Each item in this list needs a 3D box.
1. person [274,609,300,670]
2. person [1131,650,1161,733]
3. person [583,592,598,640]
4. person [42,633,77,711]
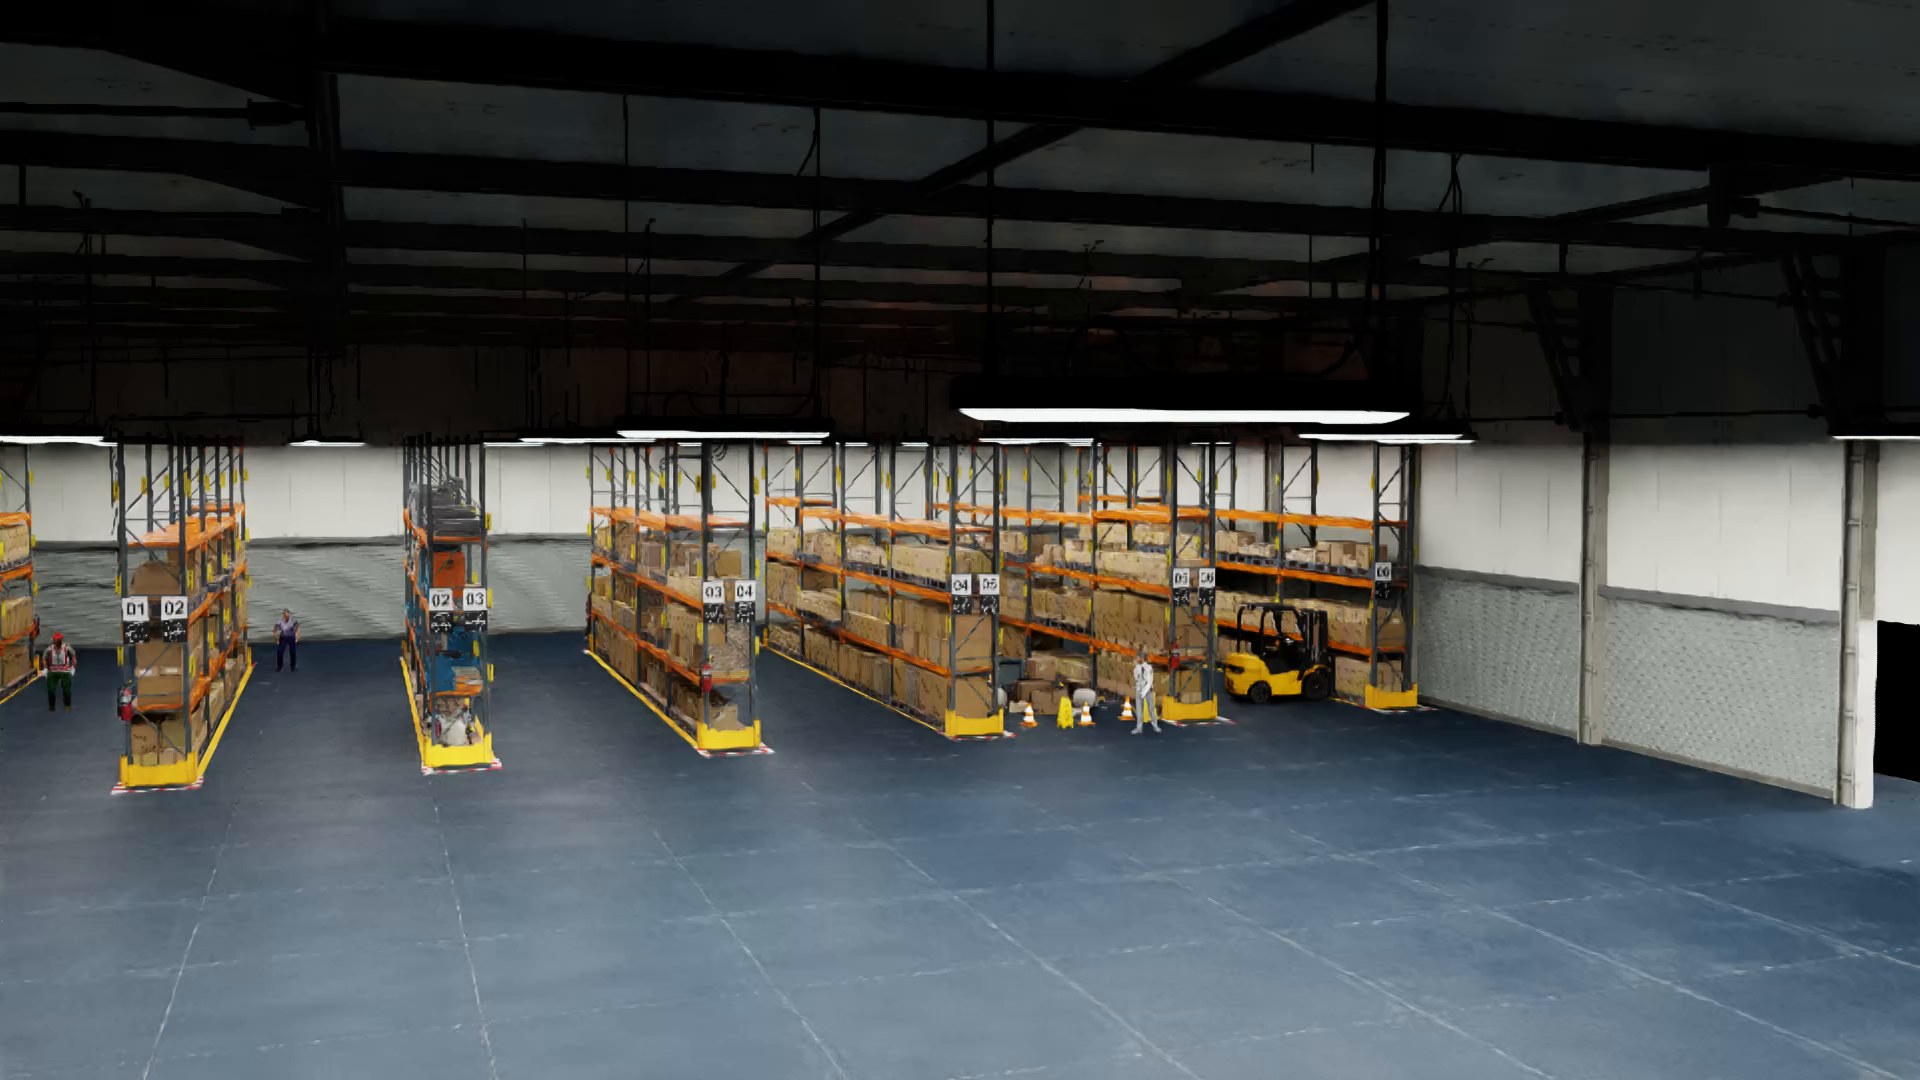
[{"bbox_3d":[-17.318,2.563,42.793,0.625,1.596,0.517,-1,3,-22],"label":"person"},{"bbox_3d":[3.728,3.039,33.470,0.496,1.658,0.680,3,4,43],"label":"person"},{"bbox_3d":[-10.746,2.142,49.094,0.620,1.736,1.032,-3,4,-43],"label":"person"},{"bbox_3d":[-19.526,2.862,36.043,0.677,1.742,0.552,-1,3,-21],"label":"person"}]
